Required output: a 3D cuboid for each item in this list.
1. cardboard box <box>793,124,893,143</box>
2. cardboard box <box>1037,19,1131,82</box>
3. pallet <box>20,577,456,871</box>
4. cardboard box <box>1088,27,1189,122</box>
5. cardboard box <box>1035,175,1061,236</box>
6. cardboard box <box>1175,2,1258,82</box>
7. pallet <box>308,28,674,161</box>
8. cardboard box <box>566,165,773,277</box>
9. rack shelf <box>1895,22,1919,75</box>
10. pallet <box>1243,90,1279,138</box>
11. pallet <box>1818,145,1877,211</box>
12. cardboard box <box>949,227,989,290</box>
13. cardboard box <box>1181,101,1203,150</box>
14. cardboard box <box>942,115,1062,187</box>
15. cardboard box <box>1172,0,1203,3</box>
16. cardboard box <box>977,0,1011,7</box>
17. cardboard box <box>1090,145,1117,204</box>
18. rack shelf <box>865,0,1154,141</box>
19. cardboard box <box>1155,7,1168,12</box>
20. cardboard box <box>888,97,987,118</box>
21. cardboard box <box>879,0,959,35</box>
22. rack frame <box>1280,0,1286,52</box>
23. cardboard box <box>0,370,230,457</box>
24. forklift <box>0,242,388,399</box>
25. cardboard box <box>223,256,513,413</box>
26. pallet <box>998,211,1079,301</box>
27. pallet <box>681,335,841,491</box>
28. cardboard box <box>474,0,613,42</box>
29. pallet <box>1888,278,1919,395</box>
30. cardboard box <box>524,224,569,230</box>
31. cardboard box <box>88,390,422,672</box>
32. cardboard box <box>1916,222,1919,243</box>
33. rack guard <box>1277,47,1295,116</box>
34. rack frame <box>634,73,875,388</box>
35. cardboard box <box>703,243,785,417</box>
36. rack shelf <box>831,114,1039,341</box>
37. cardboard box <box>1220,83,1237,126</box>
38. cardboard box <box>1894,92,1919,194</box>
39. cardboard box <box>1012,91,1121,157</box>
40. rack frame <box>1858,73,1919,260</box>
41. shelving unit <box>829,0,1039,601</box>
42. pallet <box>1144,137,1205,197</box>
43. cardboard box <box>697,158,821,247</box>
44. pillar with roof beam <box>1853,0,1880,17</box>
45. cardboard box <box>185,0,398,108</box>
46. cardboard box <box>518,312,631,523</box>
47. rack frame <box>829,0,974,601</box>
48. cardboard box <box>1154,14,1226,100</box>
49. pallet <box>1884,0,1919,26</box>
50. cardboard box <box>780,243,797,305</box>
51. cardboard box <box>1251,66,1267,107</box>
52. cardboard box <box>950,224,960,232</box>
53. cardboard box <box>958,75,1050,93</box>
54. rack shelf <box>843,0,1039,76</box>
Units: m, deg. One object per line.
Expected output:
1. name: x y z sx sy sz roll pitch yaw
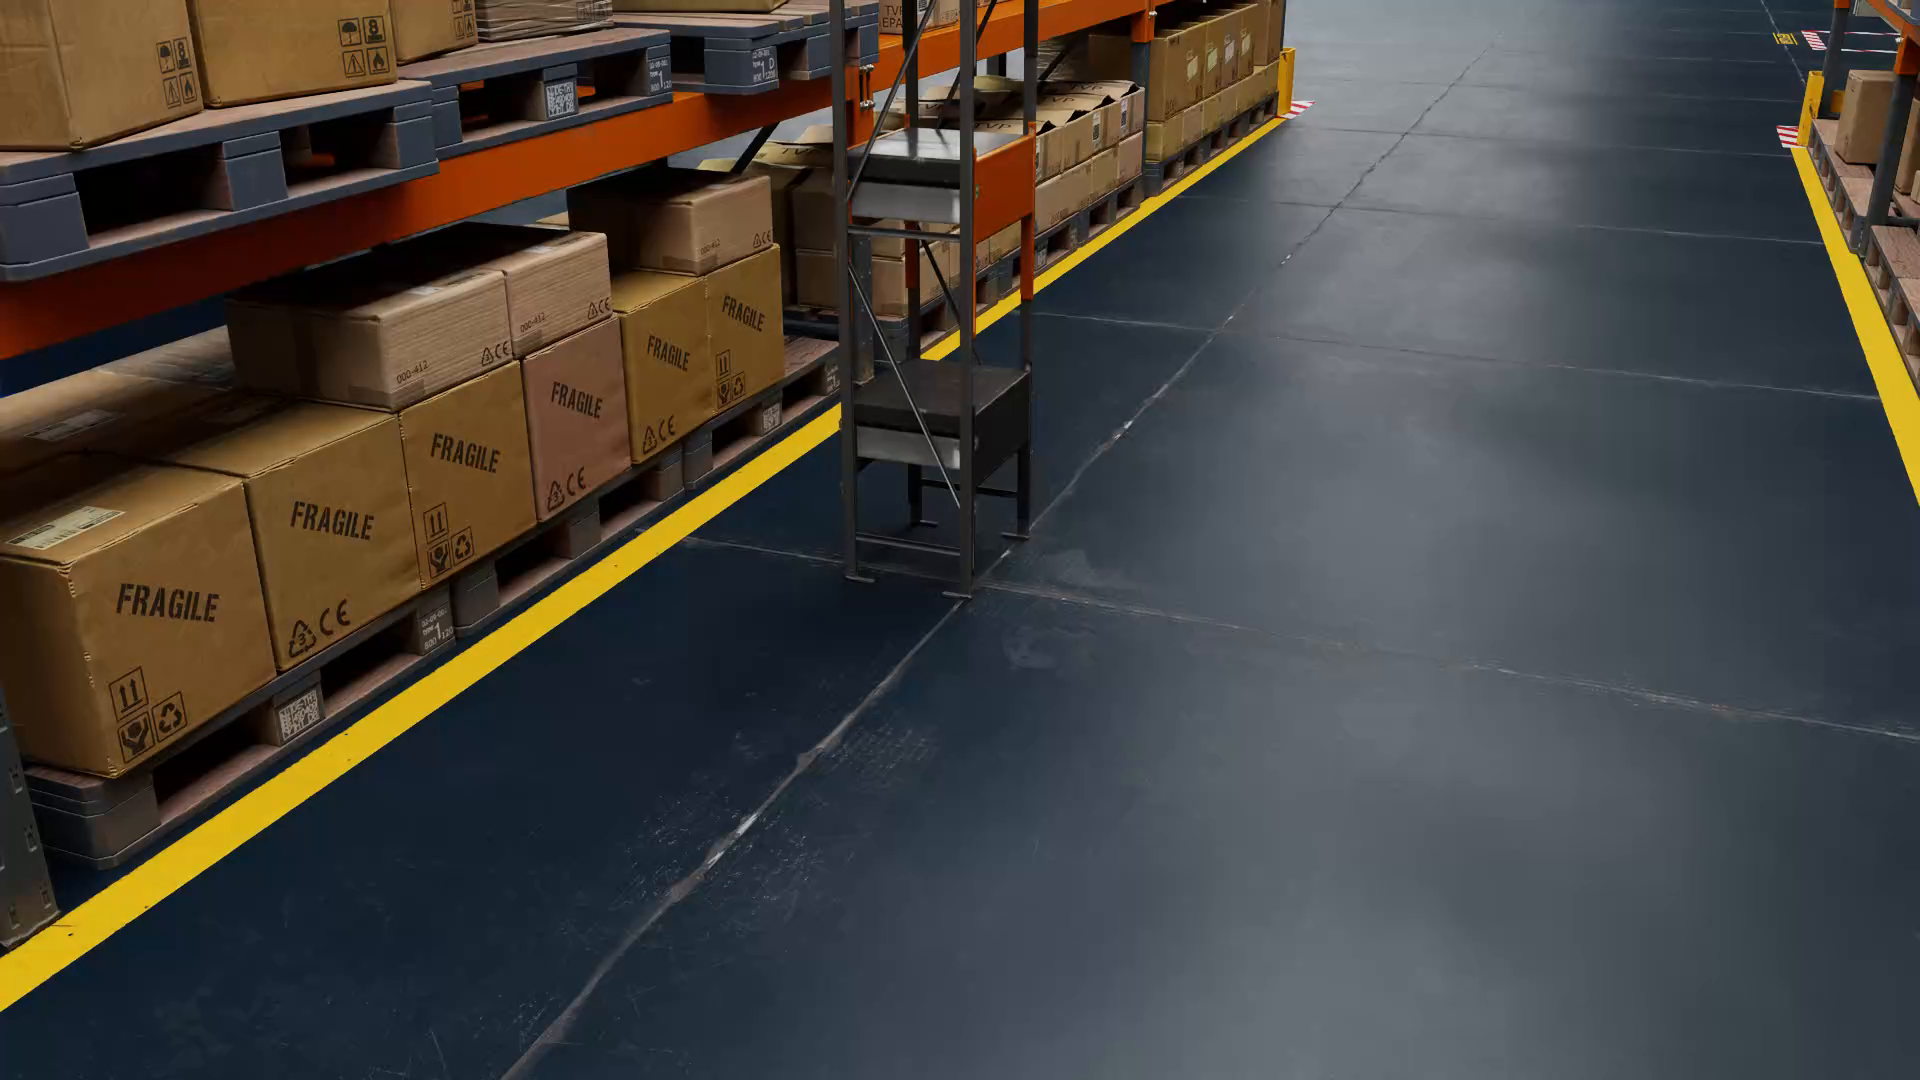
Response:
1. cardboard box: -0.495 -1.866 8.121 0.500 0.311 0.500 9 24 20
2. cardboard box: 0.814 -3.170 10.996 0.500 0.500 0.500 9 24 20
3. pallet: -2.057 0.329 4.189 1.003 0.211 1.213 9 24 20
4. cardboard box: 1.111 -2.916 10.389 0.500 0.500 0.500 9 24 20
5. cardboard box: 0.194 -1.713 8.483 0.500 0.250 0.500 9 24 21
6. cardboard box: 1.853 -3.632 12.103 0.500 0.500 0.500 9 24 20
7. pallet: -1.556 -1.307 4.737 1.003 0.211 1.213 9 24 20
8. cardboard box: -0.984 -1.099 5.689 0.500 0.250 0.500 10 25 22
9. rack shelf: 4.506 -1.769 6.525 1.077 0.370 4.000 9 24 20
10. pallet: 1.889 -3.389 13.090 1.003 0.211 1.213 9 24 20
11. pallet: 5.917 -2.213 10.274 1.003 0.211 1.213 9 24 20
12. cardboard box: -0.185 -1.343 7.596 0.500 0.250 0.500 8 24 19
13. cardboard box: 1.292 -2.750 10.964 0.500 0.250 0.500 9 24 20
14. cardboard box: 0.199 -1.977 8.387 0.500 0.311 0.500 8 24 19
15. cardboard box: 1.544 -3.887 12.714 0.500 0.500 0.500 9 24 20
16. cardboard box: -0.034 -2.930 8.243 0.500 0.500 0.500 9 24 20
17. cardboard box: 0.573 -2.078 9.357 0.500 0.250 0.500 8 24 19
18. rack shelf: -0.095 -2.476 8.220 1.077 0.370 4.000 9 24 20
19. cardboard box: 1.168 -3.530 11.859 0.500 0.500 0.500 9 24 20
20. cardboard box: -0.119 -2.232 8.996 0.500 0.311 0.500 8 24 18
21. cardboard box: -0.326 -2.344 7.085 0.500 0.311 0.500 8 24 19
22. rack frame: 2.134 -4.955 13.222 1.000 3.000 0.127 9 24 20
23. cardboard box: -2.215 -0.104 4.280 0.500 0.500 0.500 9 24 20
24. forklift: -2.787 -1.901 5.998 1.130 2.935 3.031 9 24 20
25. cardboard box: -1.546 -0.553 4.381 0.500 0.250 0.500 9 24 20
26. pallet: -0.041 -1.530 8.639 1.003 0.211 1.213 9 24 20
27. pallet: -1.150 -0.544 6.279 1.003 0.211 1.213 9 24 20
28. cardboard box: -1.484 -1.791 4.972 0.700 0.500 0.500 14 26 30
29. pallet: 4.509 -0.813 6.921 1.003 0.211 1.213 9 24 20
30. cardboard box: -1.462 -0.832 6.023 0.500 0.500 0.500 8 24 18
31. cardboard box: -1.730 -0.041 4.130 0.500 0.500 0.500 9 24 21
32. cardboard box: 4.991 -1.600 7.861 0.700 0.500 0.500 10 25 22
33. rack guard: 2.143 -3.811 13.724 1.175 0.500 0.348 9 24 20
34. rack frame: -0.838 -2.093 6.368 1.000 3.000 0.127 9 24 20
35. cardboard box: -0.967 -0.774 5.883 0.500 0.500 0.500 10 25 22
36. rack shelf: -0.061 -0.897 4.709 0.431 0.518 0.480 9 24 20
37. cardboard box: 1.663 -3.108 11.821 0.500 0.250 0.500 9 24 20
38. cardboard box: 5.597 -2.243 9.400 0.500 0.500 0.500 7 24 16
39. cardboard box: 0.576 -2.335 9.243 0.500 0.311 0.500 9 24 22
40. rack frame: 5.249 -2.816 8.100 1.000 3.000 0.127 9 24 20
41. shelving unit: -0.061 -0.910 4.703 0.431 2.100 0.503 9 24 20
42. pallet: 0.982 -2.516 10.999 1.003 0.211 1.213 9 24 20
43. cardboard box: -0.872 -1.499 7.242 0.500 0.311 0.500 9 24 21
44. pillar with roof beam: 7.738 -11.552 21.231 9.100 9.000 0.400 9 24 20
45. cardboard box: -1.743 -1.294 3.781 0.700 0.500 0.500 13 26 28
46. cardboard box: -1.349 -0.400 4.988 0.500 0.500 0.500 8 24 18
47. rack frame: -0.152 -0.822 4.494 0.400 2.100 0.015 9 24 20
48. cardboard box: 1.482 -3.274 11.246 0.500 0.500 0.500 9 24 20
49. pallet: 4.830 -2.475 7.532 1.003 0.211 1.213 9 24 20
50. cardboard box: -0.869 -1.241 7.351 0.500 0.250 0.500 9 24 21
51. cardboard box: 2.034 -3.466 12.678 0.500 0.250 0.500 9 24 20
52. cardboard box: -0.183 -1.611 7.510 0.500 0.311 0.500 8 24 19
53. cardboard box: 0.263 -2.596 9.867 0.500 0.311 0.500 9 24 20
54. rack shelf: -0.062 -1.543 4.439 0.431 0.518 0.480 9 24 20
